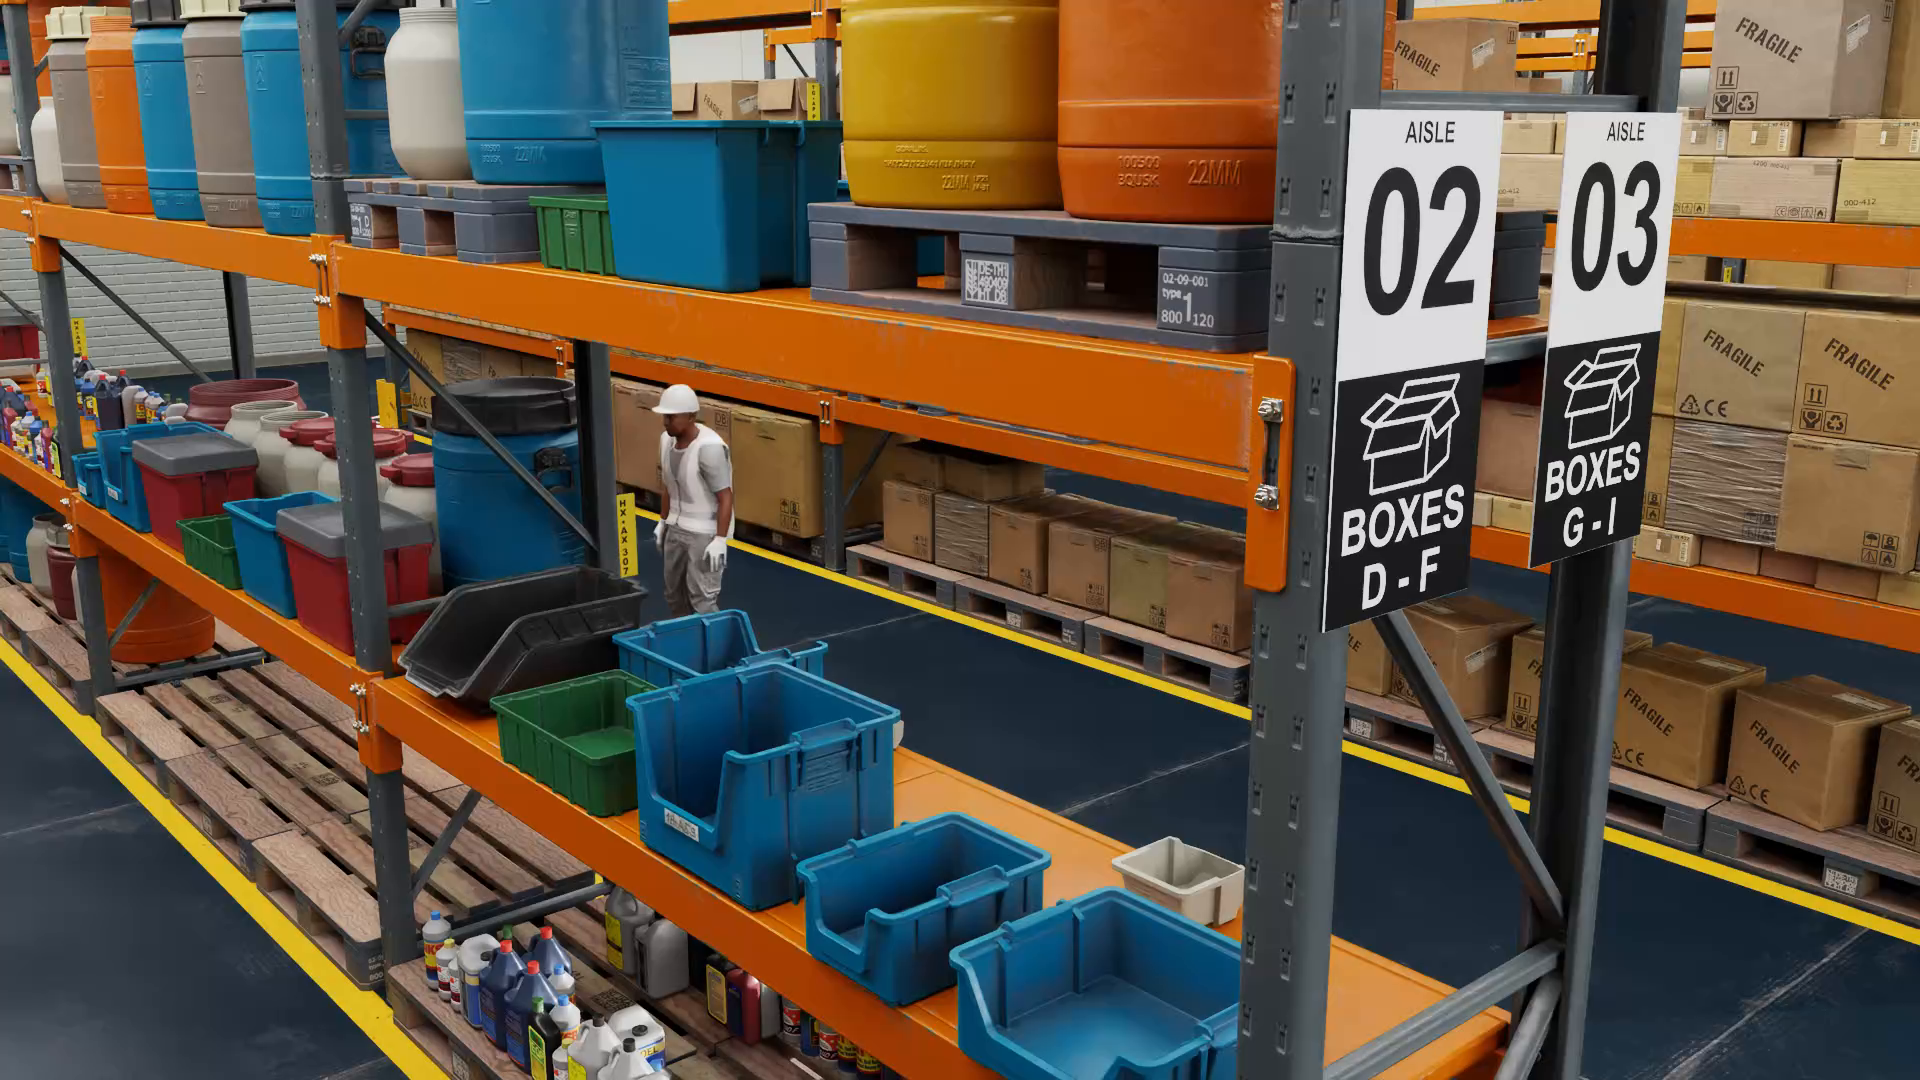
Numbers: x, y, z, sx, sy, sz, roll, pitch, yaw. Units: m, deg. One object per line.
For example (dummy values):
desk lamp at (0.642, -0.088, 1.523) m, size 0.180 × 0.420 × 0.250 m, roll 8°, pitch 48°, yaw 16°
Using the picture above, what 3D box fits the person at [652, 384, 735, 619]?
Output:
person at (-1.548, -0.024, 9.580) m, size 0.452 × 1.772 × 0.616 m, roll -13°, pitch 19°, yaw -42°
